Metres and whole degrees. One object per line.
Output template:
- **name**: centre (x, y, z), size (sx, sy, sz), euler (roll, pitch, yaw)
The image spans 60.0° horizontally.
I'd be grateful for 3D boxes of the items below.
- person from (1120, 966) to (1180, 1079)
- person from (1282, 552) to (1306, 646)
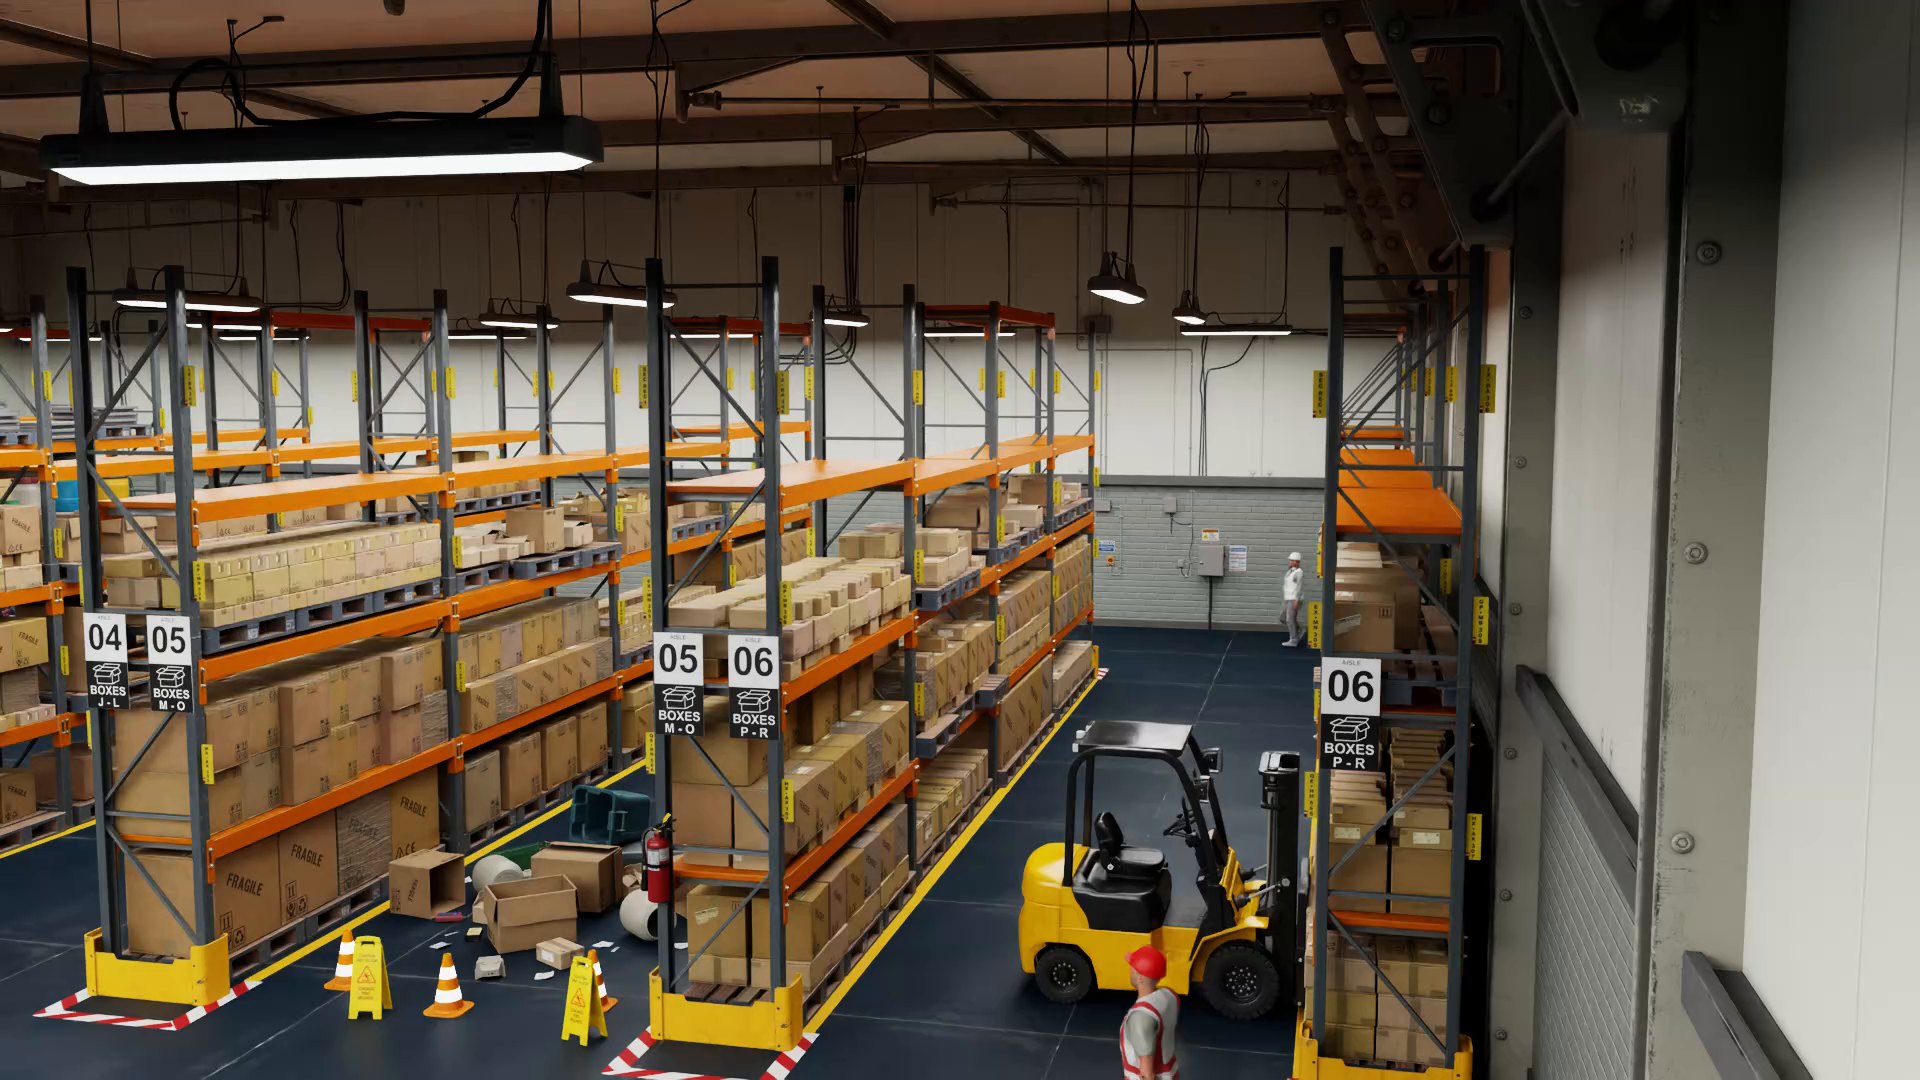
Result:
- **person**: centre (1.151, 3.315, 9.964), size (1.075, 1.700, 0.554), euler (2, 6, 16)
- **person**: centre (6.289, 1.107, 31.242), size (0.485, 1.765, 0.538), euler (0, 6, -2)
